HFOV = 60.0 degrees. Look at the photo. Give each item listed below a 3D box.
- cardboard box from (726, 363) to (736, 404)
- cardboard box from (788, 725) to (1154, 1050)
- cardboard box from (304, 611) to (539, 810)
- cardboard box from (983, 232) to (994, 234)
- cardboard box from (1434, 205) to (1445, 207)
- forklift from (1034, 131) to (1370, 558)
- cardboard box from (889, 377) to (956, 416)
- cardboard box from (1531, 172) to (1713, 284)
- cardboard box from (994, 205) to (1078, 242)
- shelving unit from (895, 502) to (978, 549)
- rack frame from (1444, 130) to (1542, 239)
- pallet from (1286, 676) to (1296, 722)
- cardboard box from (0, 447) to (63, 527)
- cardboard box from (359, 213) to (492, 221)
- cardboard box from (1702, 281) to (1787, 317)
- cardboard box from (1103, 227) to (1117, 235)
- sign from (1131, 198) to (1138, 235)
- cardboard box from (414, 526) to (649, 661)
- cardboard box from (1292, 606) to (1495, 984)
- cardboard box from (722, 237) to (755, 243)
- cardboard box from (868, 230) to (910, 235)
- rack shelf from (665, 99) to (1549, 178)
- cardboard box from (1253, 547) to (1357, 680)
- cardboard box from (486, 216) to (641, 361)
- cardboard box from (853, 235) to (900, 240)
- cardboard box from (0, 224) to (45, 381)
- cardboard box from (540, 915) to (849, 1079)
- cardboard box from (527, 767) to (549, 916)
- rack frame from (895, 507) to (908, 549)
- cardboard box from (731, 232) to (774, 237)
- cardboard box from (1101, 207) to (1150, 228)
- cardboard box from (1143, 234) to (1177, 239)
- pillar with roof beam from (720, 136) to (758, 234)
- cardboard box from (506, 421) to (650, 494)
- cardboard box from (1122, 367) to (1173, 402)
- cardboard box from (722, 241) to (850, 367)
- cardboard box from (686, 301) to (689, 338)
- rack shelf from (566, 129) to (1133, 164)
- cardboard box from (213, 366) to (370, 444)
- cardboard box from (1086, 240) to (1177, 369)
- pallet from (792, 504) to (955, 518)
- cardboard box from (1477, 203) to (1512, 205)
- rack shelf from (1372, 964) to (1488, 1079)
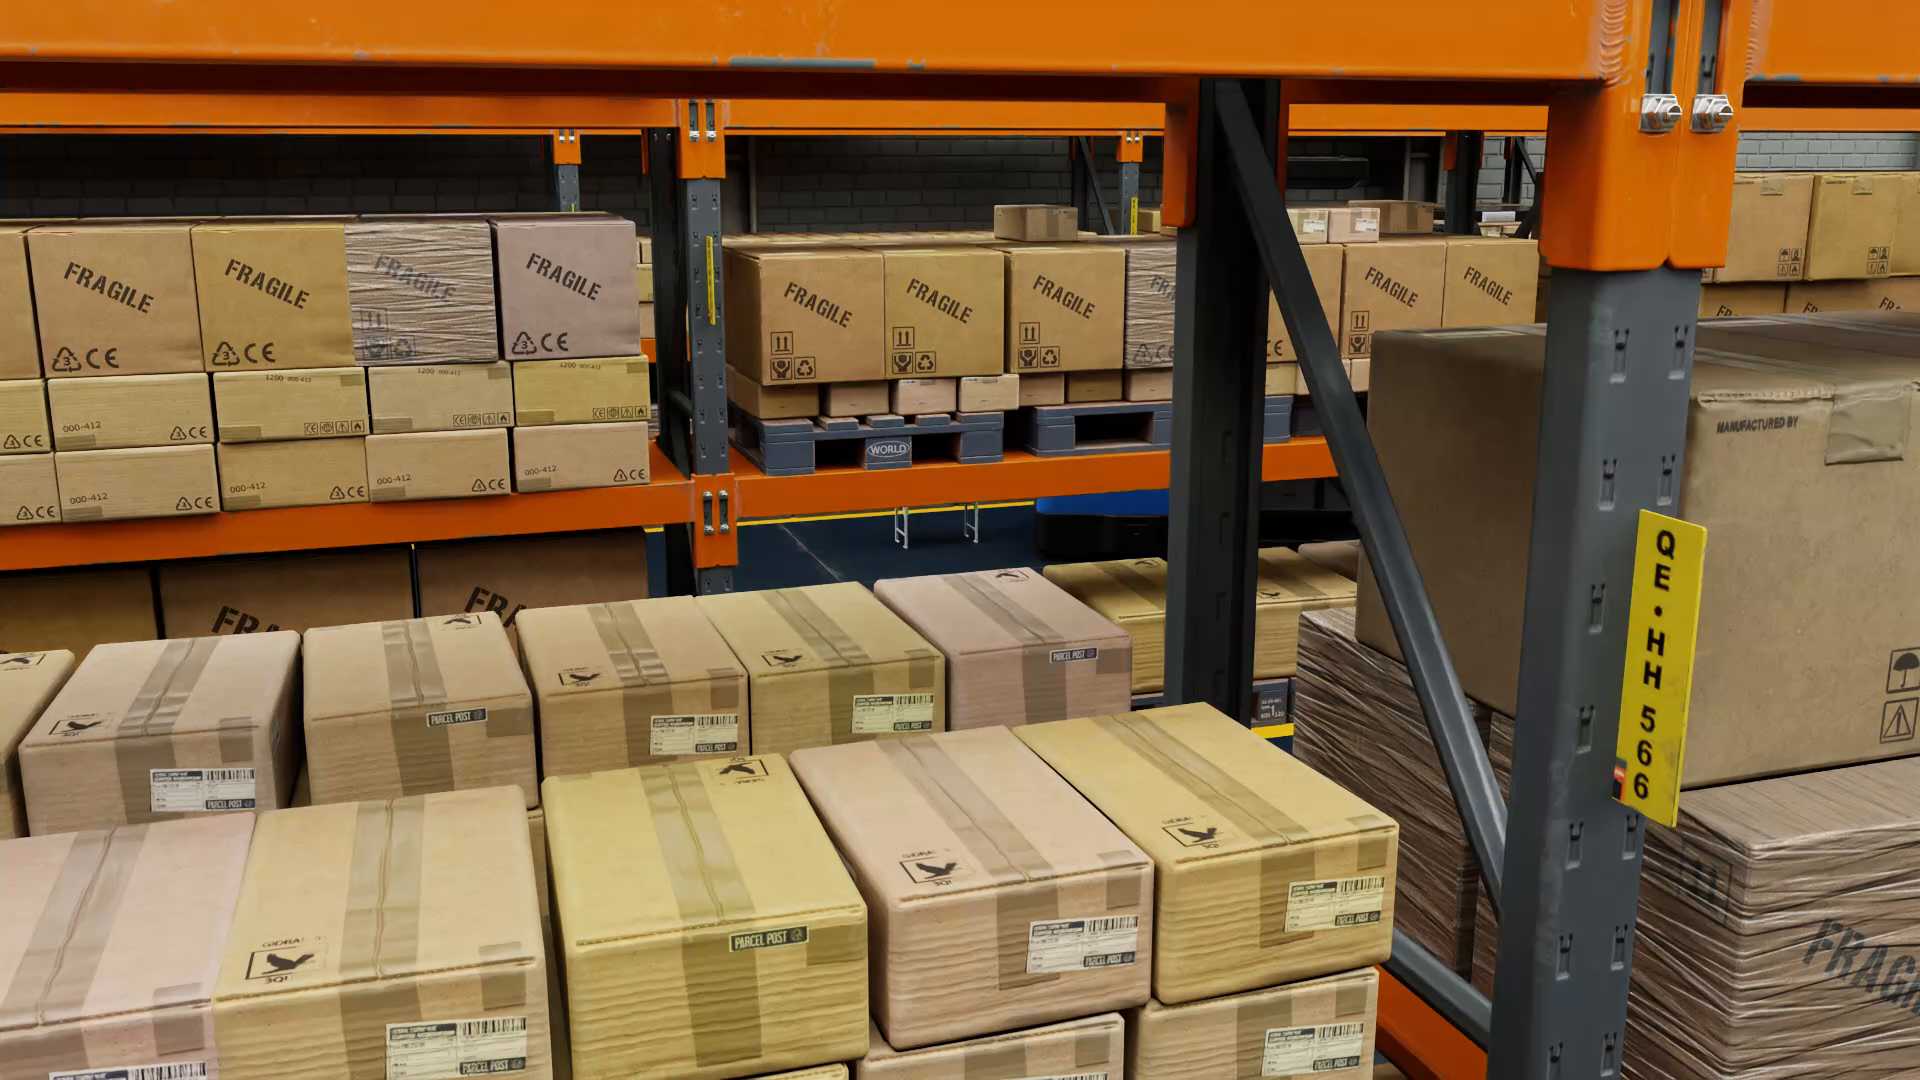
[{"bbox_3d":[-0.885,-0.694,7.214,0.250,0.149,0.380,-4,14,-16],"label":"cardboard box"},{"bbox_3d":[-0.003,0.325,1.643,0.250,0.149,0.380,-5,14,-19],"label":"cardboard box"},{"bbox_3d":[-0.685,0.219,2.090,0.250,0.149,0.380,-5,14,-20],"label":"cardboard box"},{"bbox_3d":[0.343,-2.181,12.210,0.250,0.149,0.380,-4,14,-18],"label":"cardboard box"},{"bbox_3d":[3.880,-2.599,13.326,0.250,0.149,0.380,-4,14,-18],"label":"cardboard box"},{"bbox_3d":[2.005,-1.392,10.662,3.031,2.935,1.130,1,13,2],"label":"forklift"},{"bbox_3d":[-0.201,-0.625,6.924,0.250,0.149,0.380,-5,14,-22],"label":"cardboard box"},{"bbox_3d":[3.157,-1.496,7.931,0.500,0.500,0.700,-5,14,-19],"label":"cardboard box"},{"bbox_3d":[0.340,-1.432,7.513,0.250,0.149,0.380,-5,14,-21],"label":"cardboard box"},{"bbox_3d":[-0.157,-0.571,10.953,0.503,1.200,0.258,-4,14,-18],"label":"shelving unit"},{"bbox_3d":[2.671,-0.831,8.156,0.127,3.000,1.000,-4,14,-18],"label":"rack frame"},{"bbox_3d":[1.933,0.583,8.236,1.213,0.211,1.003,-4,14,-18],"label":"pallet"},{"bbox_3d":[-3.430,-0.215,5.891,0.500,0.250,0.500,-5,14,-19],"label":"cardboard box"},{"bbox_3d":[-2.133,-1.050,6.697,0.500,0.500,0.500,-4,14,-18],"label":"cardboard box"},{"bbox_3d":[3.645,-1.038,8.167,0.500,0.500,0.500,-5,14,-18],"label":"cardboard box"},{"bbox_3d":[1.307,-2.364,12.982,0.250,0.149,0.380,-5,14,-18],"label":"cardboard box"},{"bbox_3d":[1.266,-2.326,12.110,0.005,0.325,0.100,-4,14,-18],"label":"sign"},{"bbox_3d":[-1.802,0.326,6.975,0.875,0.875,0.875,-5,14,-19],"label":"cardboard box"},{"bbox_3d":[0.895,0.401,2.758,0.500,0.500,0.500,-4,14,-18],"label":"cardboard box"},{"bbox_3d":[-1.580,-2.014,11.511,0.250,0.149,0.380,-4,14,-17],"label":"cardboard box"},{"bbox_3d":[-0.543,-2.223,12.387,0.250,0.149,0.380,-5,14,-18],"label":"cardboard box"},{"bbox_3d":[0.775,-1.793,7.272,4.000,0.370,1.077,-4,14,-18],"label":"rack shelf"},{"bbox_3d":[1.494,0.336,8.020,0.625,0.372,0.950,-4,14,-15],"label":"cardboard box"},{"bbox_3d":[-1.527,-0.976,6.386,0.500,0.500,0.500,-5,14,-20],"label":"cardboard box"},{"bbox_3d":[-0.597,-2.073,11.757,0.250,0.149,0.380,-5,14,-20],"label":"cardboard box"},{"bbox_3d":[-3.453,-0.826,5.755,0.500,0.500,0.500,-5,14,-19],"label":"cardboard box"},{"bbox_3d":[-0.270,0.492,1.587,0.250,0.149,0.380,-4,14,-17],"label":"cardboard box"},{"bbox_3d":[-0.477,0.348,2.191,0.250,0.149,0.380,-5,14,-20],"label":"cardboard box"},{"bbox_3d":[-0.388,-0.553,10.877,0.015,1.200,0.240,-4,14,-18],"label":"rack frame"},{"bbox_3d":[-1.503,-2.142,12.050,0.250,0.149,0.380,-5,14,-18],"label":"cardboard box"},{"bbox_3d":[1.290,-2.519,12.988,0.250,0.149,0.380,-4,14,-18],"label":"cardboard box"},{"bbox_3d":[1.187,-1.187,7.884,0.500,0.500,0.500,-5,14,-18],"label":"cardboard box"},{"bbox_3d":[-0.386,-3.893,8.063,0.400,9.000,9.100,-4,14,-18],"label":"pillar with roof beam"},{"bbox_3d":[-1.517,-0.369,6.536,0.500,0.250,0.500,-5,14,-20],"label":"cardboard box"},{"bbox_3d":[0.794,-0.710,7.282,0.250,0.149,0.380,-4,14,-16],"label":"cardboard box"},{"bbox_3d":[-0.778,-1.028,7.218,0.500,0.500,0.500,-5,14,-20],"label":"cardboard box"},{"bbox_3d":[-1.730,-1.567,11.572,0.500,0.250,0.500,-5,14,-19],"label":"cardboard box"},{"bbox_3d":[-0.812,-2.882,11.847,4.000,0.370,1.077,-4,14,-18],"label":"rack shelf"},{"bbox_3d":[-2.462,-0.534,6.150,0.500,0.250,0.500,-5,14,-20],"label":"cardboard box"},{"bbox_3d":[0.849,-1.032,7.234,0.500,0.500,0.500,-5,14,-20],"label":"cardboard box"},{"bbox_3d":[-0.760,-0.409,12.408,1.213,0.211,1.003,-4,14,-18],"label":"pallet"},{"bbox_3d":[4.489,-2.746,13.945,0.250,0.149,0.380,-5,14,-19],"label":"cardboard box"},{"bbox_3d":[2.449,0.744,3.086,4.000,0.370,1.077,-4,14,-18],"label":"rack shelf"}]
